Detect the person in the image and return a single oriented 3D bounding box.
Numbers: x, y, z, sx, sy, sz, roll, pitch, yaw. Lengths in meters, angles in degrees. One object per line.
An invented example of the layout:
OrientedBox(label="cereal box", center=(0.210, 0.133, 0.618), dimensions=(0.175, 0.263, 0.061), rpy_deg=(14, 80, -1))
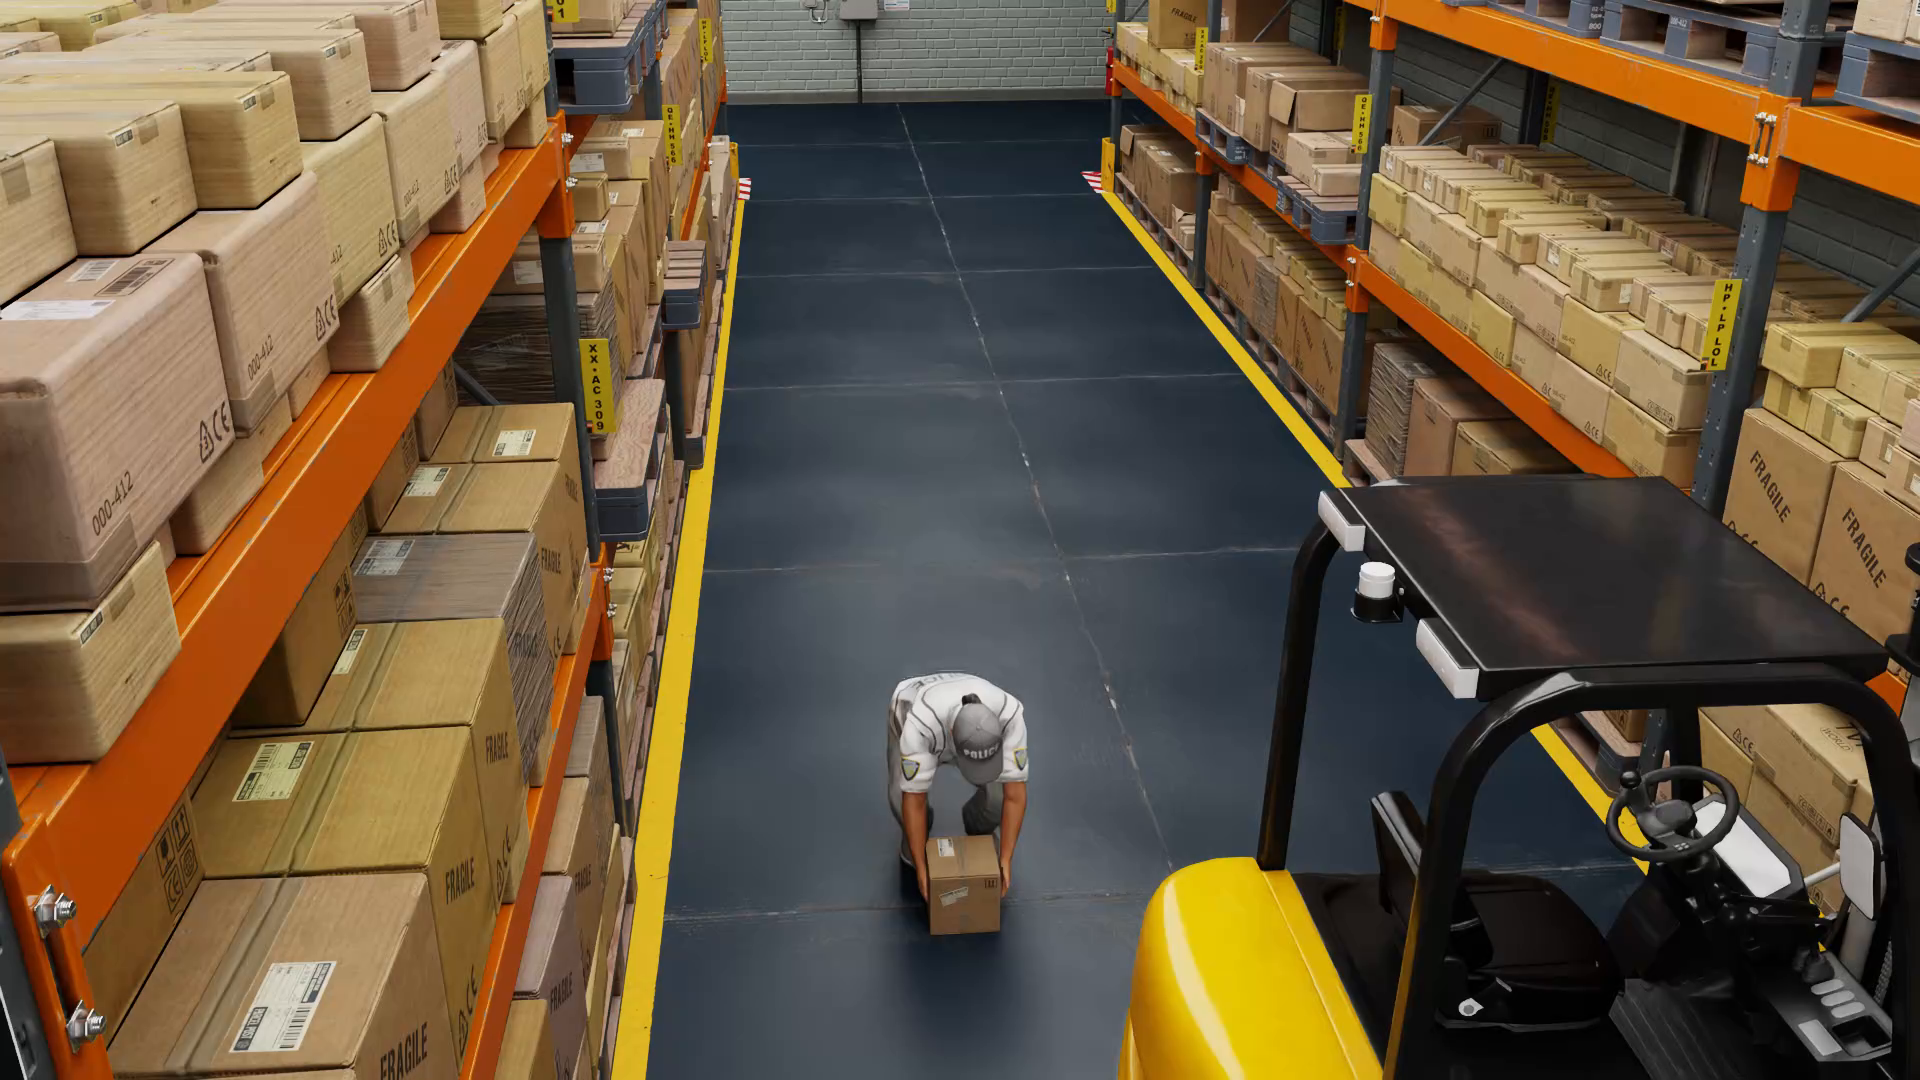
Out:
OrientedBox(label="person", center=(-0.021, 0.842, 6.218), dimensions=(0.515, 0.848, 0.839), rpy_deg=(-2, 24, -5))
